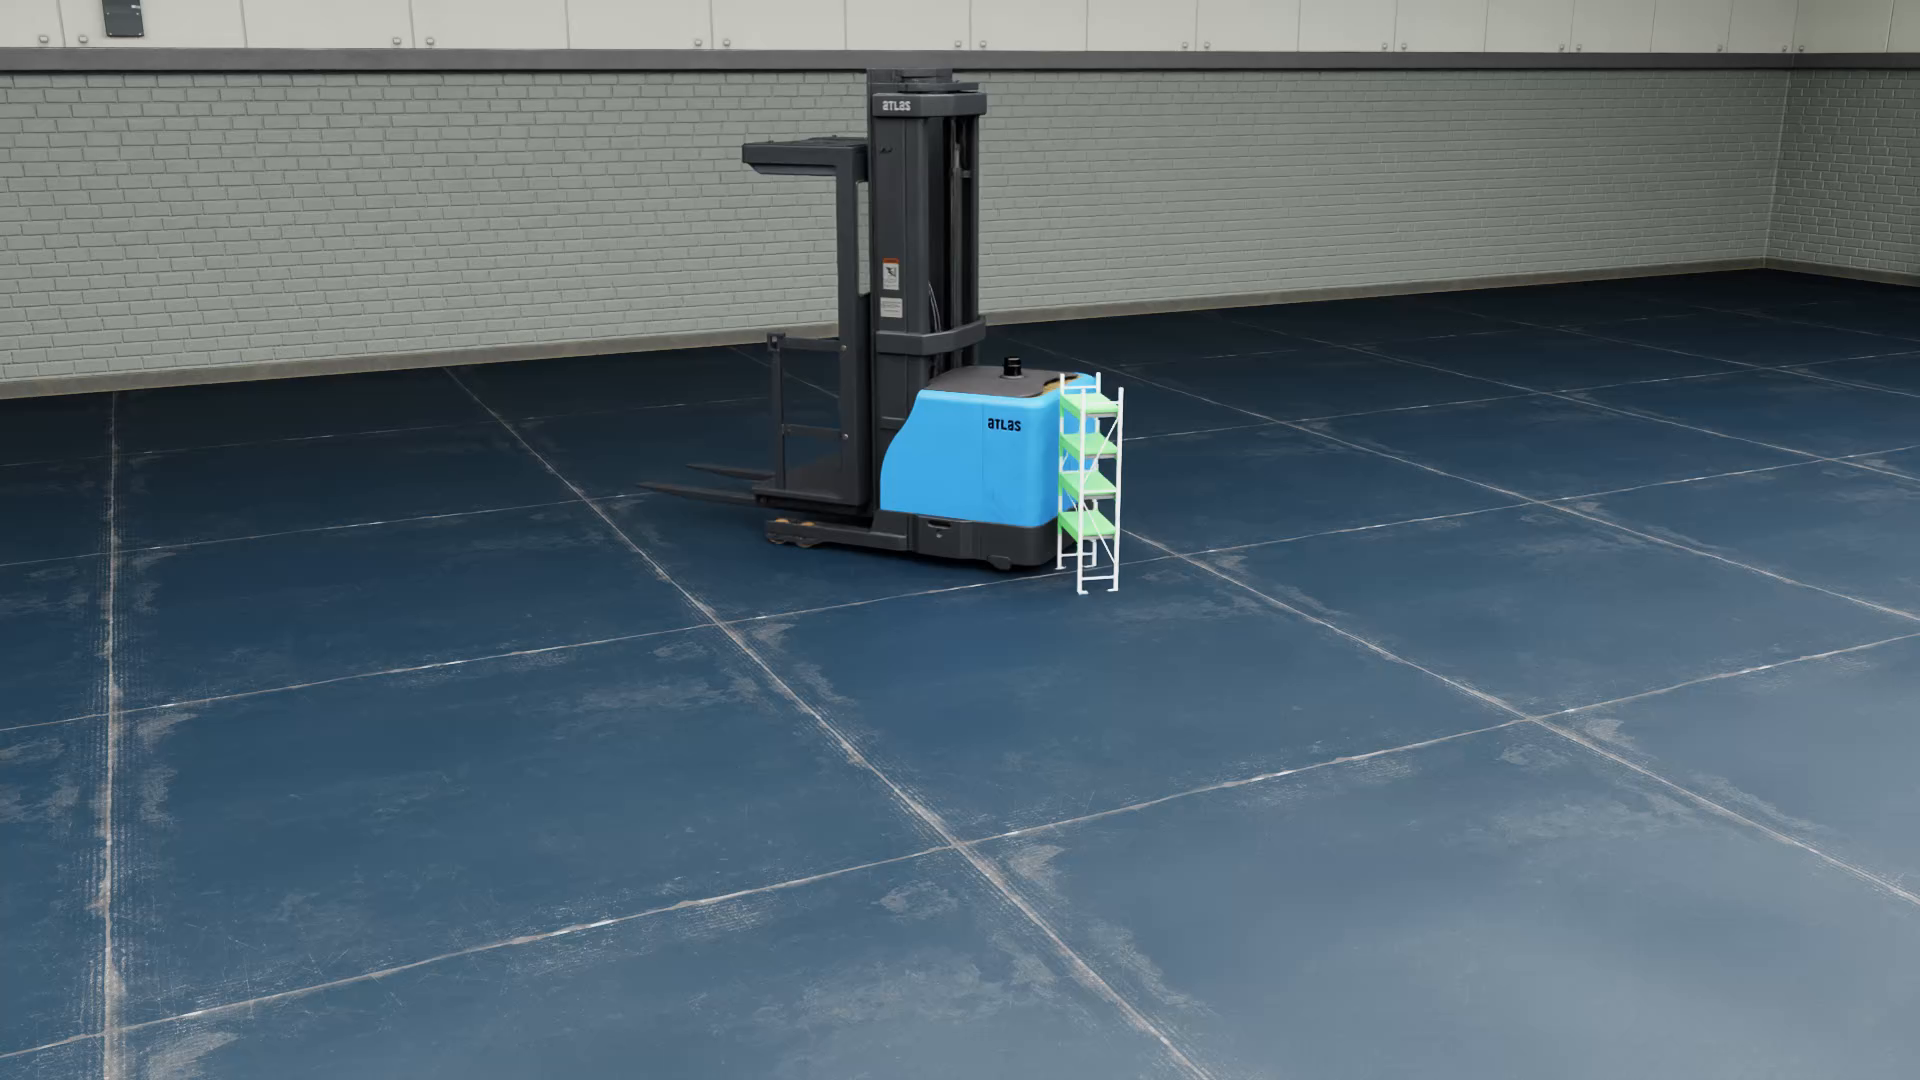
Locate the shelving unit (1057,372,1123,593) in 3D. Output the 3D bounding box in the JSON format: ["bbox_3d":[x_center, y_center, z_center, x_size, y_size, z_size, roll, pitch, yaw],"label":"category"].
[{"bbox_3d":[0.757,-0.343,9.769,0.258,1.200,0.503,-3,16,-10],"label":"shelving unit"}]

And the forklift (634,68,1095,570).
[{"bbox_3d":[-0.692,-1.480,10.595,3.031,2.935,1.130,7,18,24],"label":"forklift"}]

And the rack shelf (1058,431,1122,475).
[{"bbox_3d":[0.757,-0.512,9.721,0.258,0.148,0.480,-3,16,-10],"label":"rack shelf"}]

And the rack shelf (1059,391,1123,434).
[{"bbox_3d":[0.757,-0.743,9.655,0.258,0.148,0.480,-3,16,-10],"label":"rack shelf"}]

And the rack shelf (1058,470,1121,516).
[{"bbox_3d":[0.757,-0.281,9.787,0.258,0.148,0.480,-3,16,-10],"label":"rack shelf"}]

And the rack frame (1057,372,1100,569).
[{"bbox_3d":[0.712,-0.409,10.000,0.240,1.200,0.015,-3,16,-10],"label":"rack frame"}]

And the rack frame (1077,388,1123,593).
[{"bbox_3d":[0.802,-0.276,9.539,0.240,1.200,0.015,-3,16,-10],"label":"rack frame"}]

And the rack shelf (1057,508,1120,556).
[{"bbox_3d":[0.757,-0.051,9.853,0.258,0.148,0.480,-3,16,-10],"label":"rack shelf"}]

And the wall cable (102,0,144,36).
[{"bbox_3d":[-6.591,-7.532,14.519,2.305,6.003,0.169,-8,18,-25],"label":"wall cable"}]
